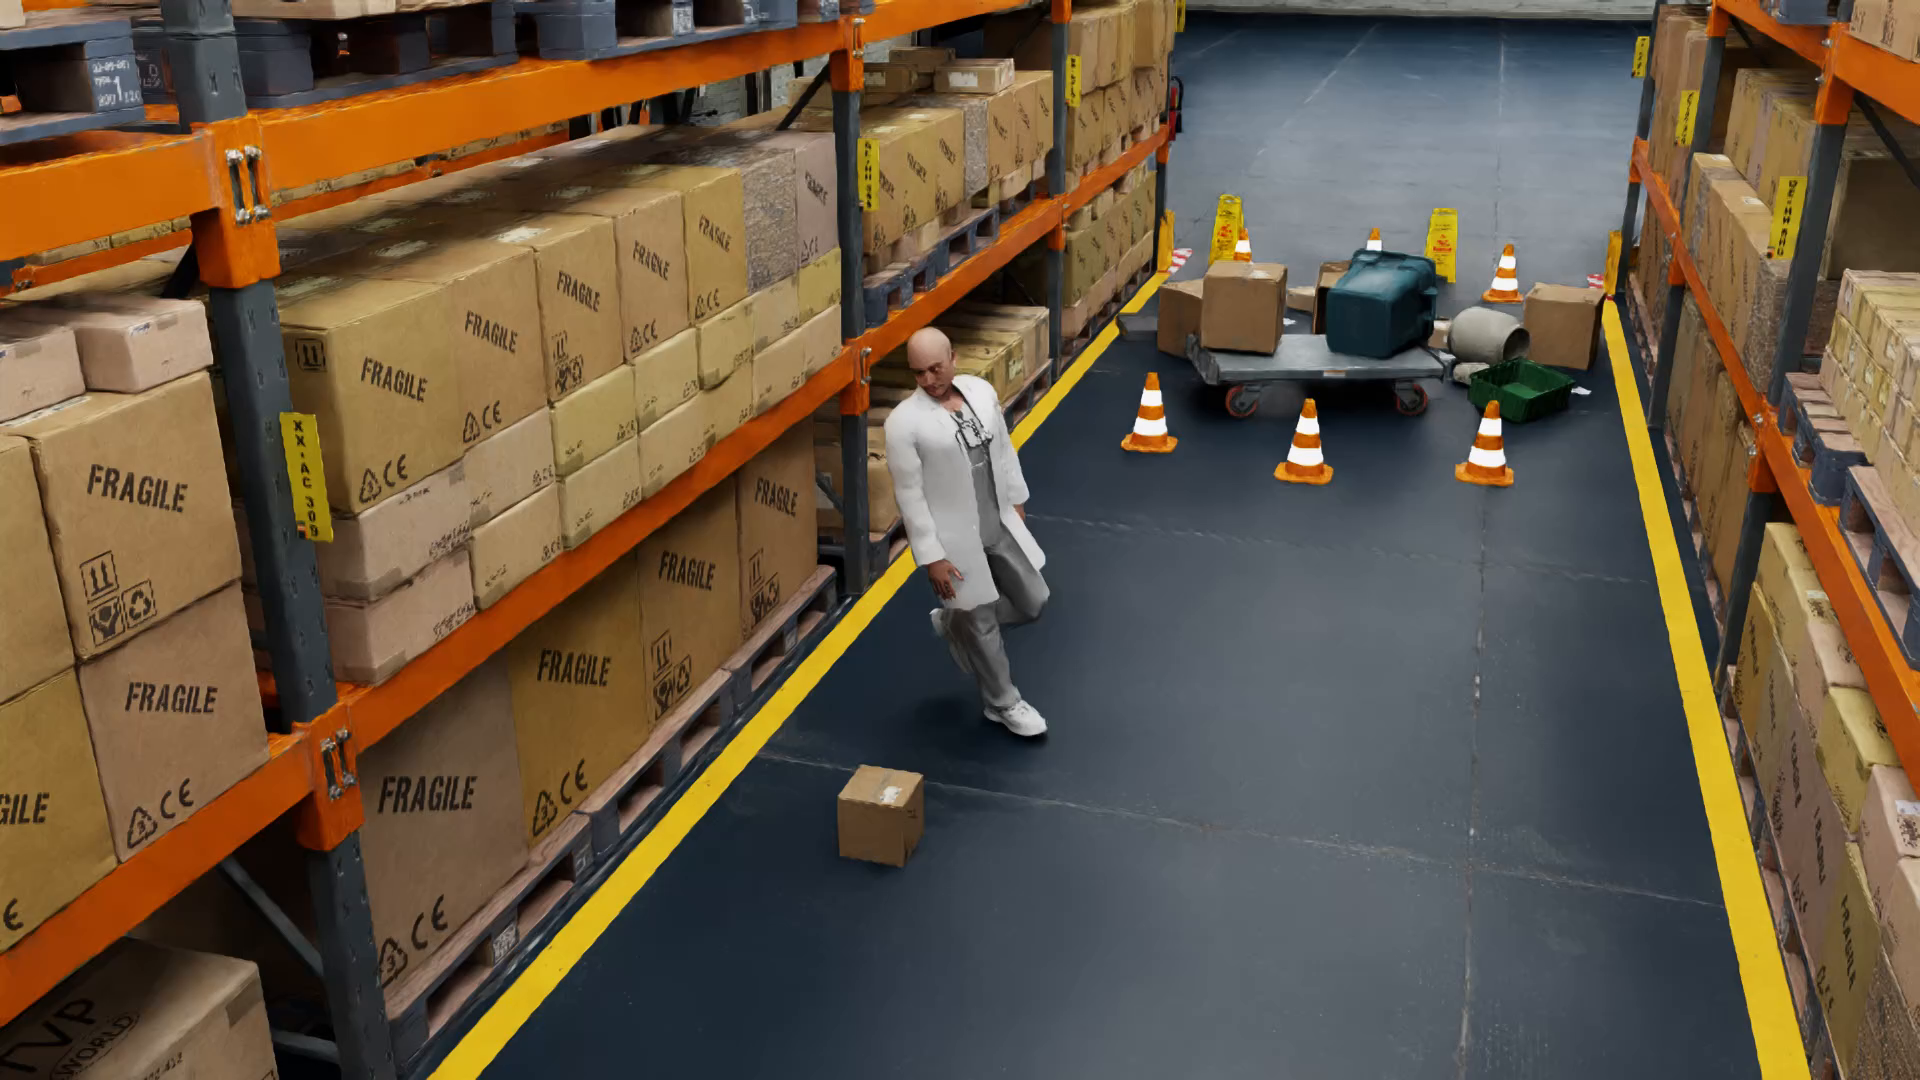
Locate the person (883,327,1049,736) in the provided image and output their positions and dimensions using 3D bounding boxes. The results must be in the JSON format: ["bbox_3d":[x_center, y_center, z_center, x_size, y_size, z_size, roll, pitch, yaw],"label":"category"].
[{"bbox_3d":[0.036,-0.024,6.693,0.662,1.739,0.696,19,29,39],"label":"person"}]
